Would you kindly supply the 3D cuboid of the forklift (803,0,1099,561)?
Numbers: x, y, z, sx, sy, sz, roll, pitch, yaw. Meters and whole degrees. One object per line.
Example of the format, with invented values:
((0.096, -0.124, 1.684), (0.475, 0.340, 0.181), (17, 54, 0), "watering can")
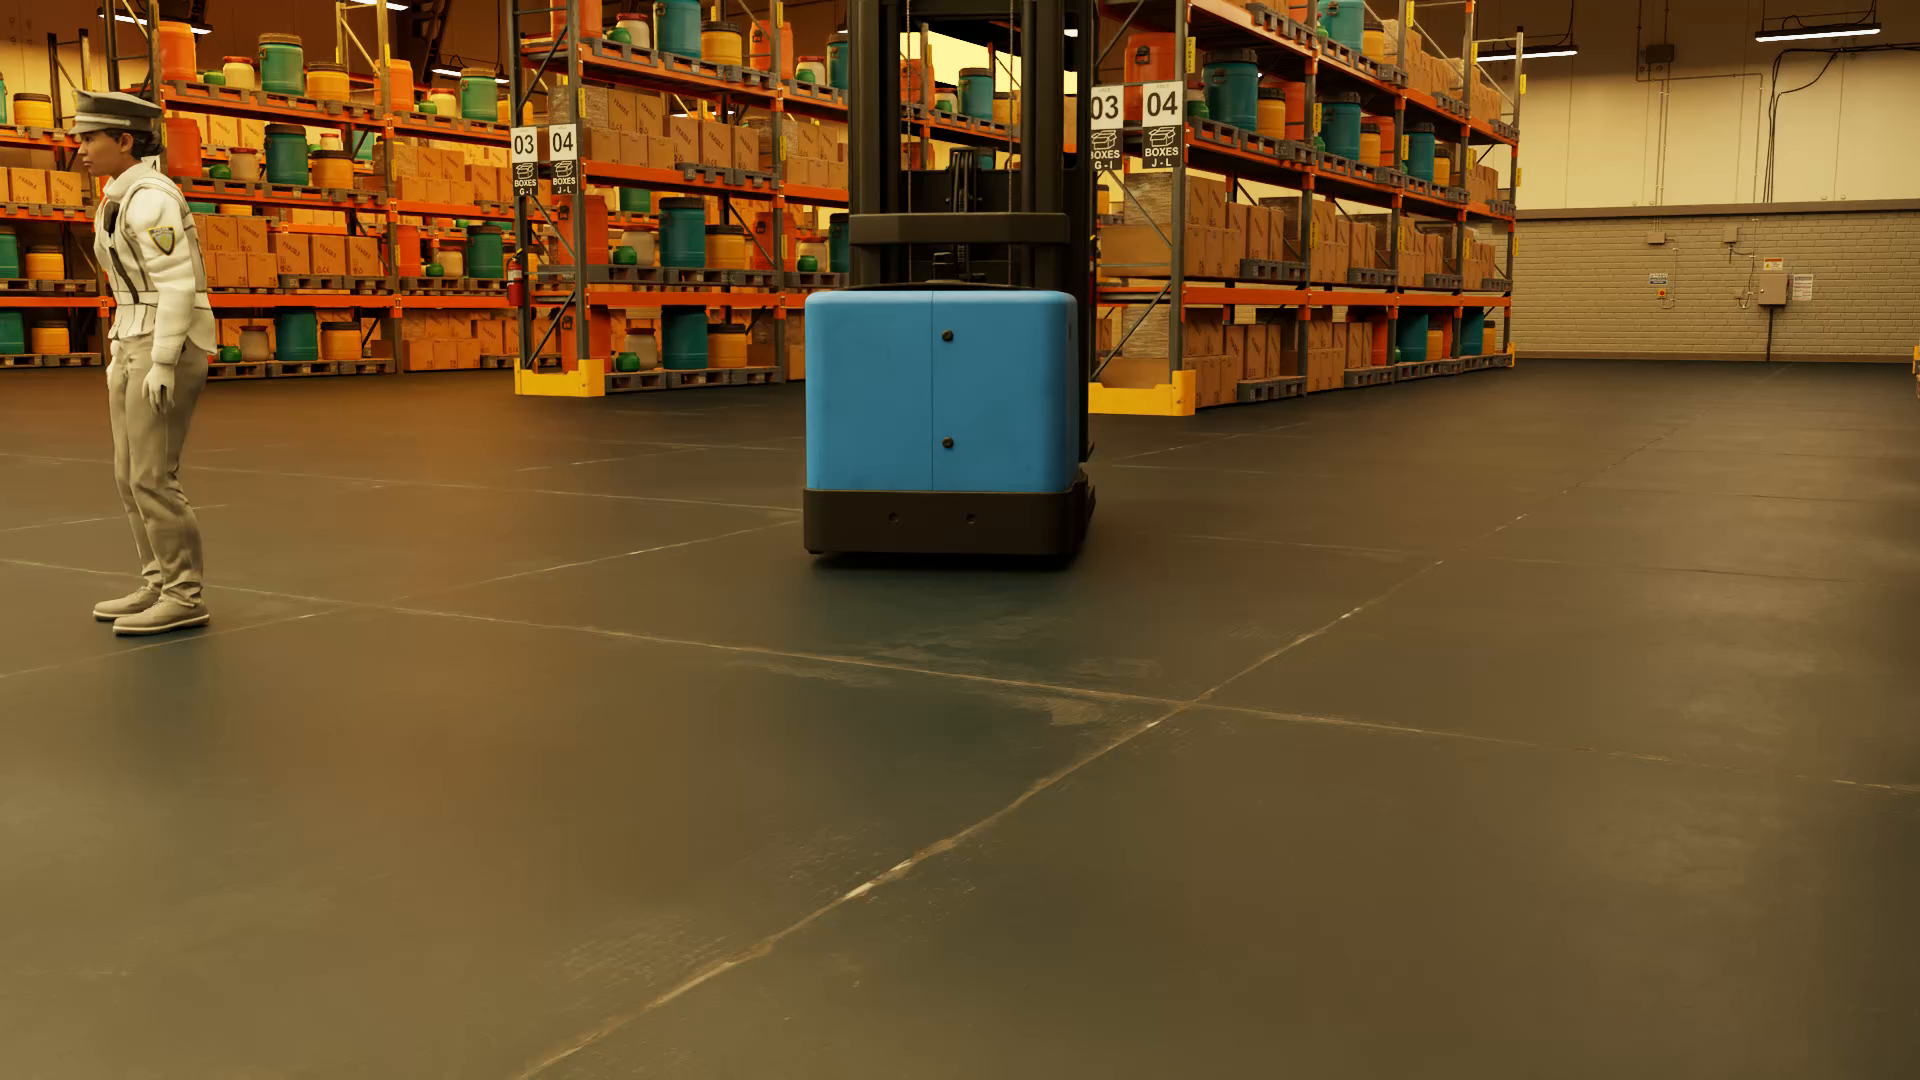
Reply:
((0.072, -1.535, 7.712), (1.130, 2.935, 3.031), (1, 8, 7), "forklift")

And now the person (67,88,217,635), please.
((-2.558, -0.552, 5.242), (0.376, 1.662, 0.543), (-6, 10, -39), "person")
